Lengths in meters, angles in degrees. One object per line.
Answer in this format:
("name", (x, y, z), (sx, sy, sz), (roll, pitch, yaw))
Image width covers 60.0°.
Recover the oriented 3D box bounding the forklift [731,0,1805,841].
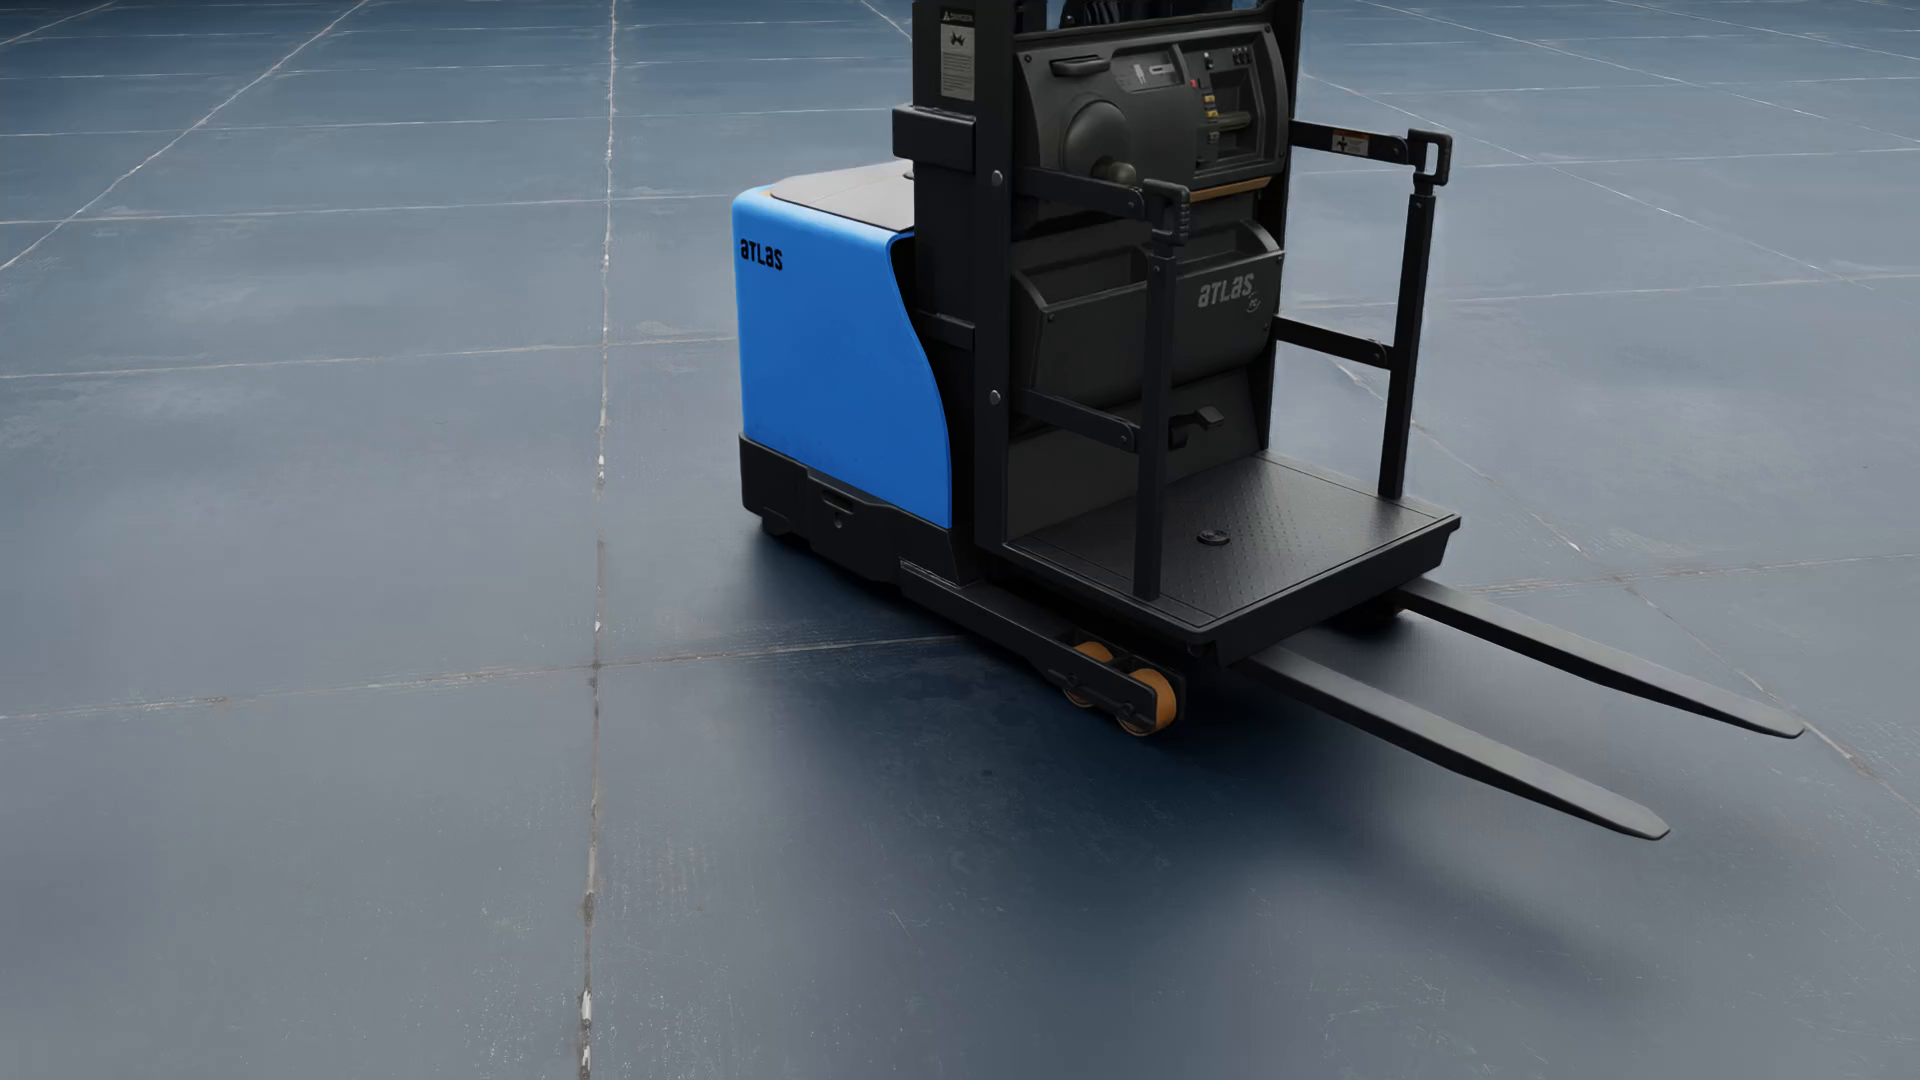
("forklift", (0.649, -1.085, 4.071), (1.130, 2.935, 3.031), (-19, 30, -37))
